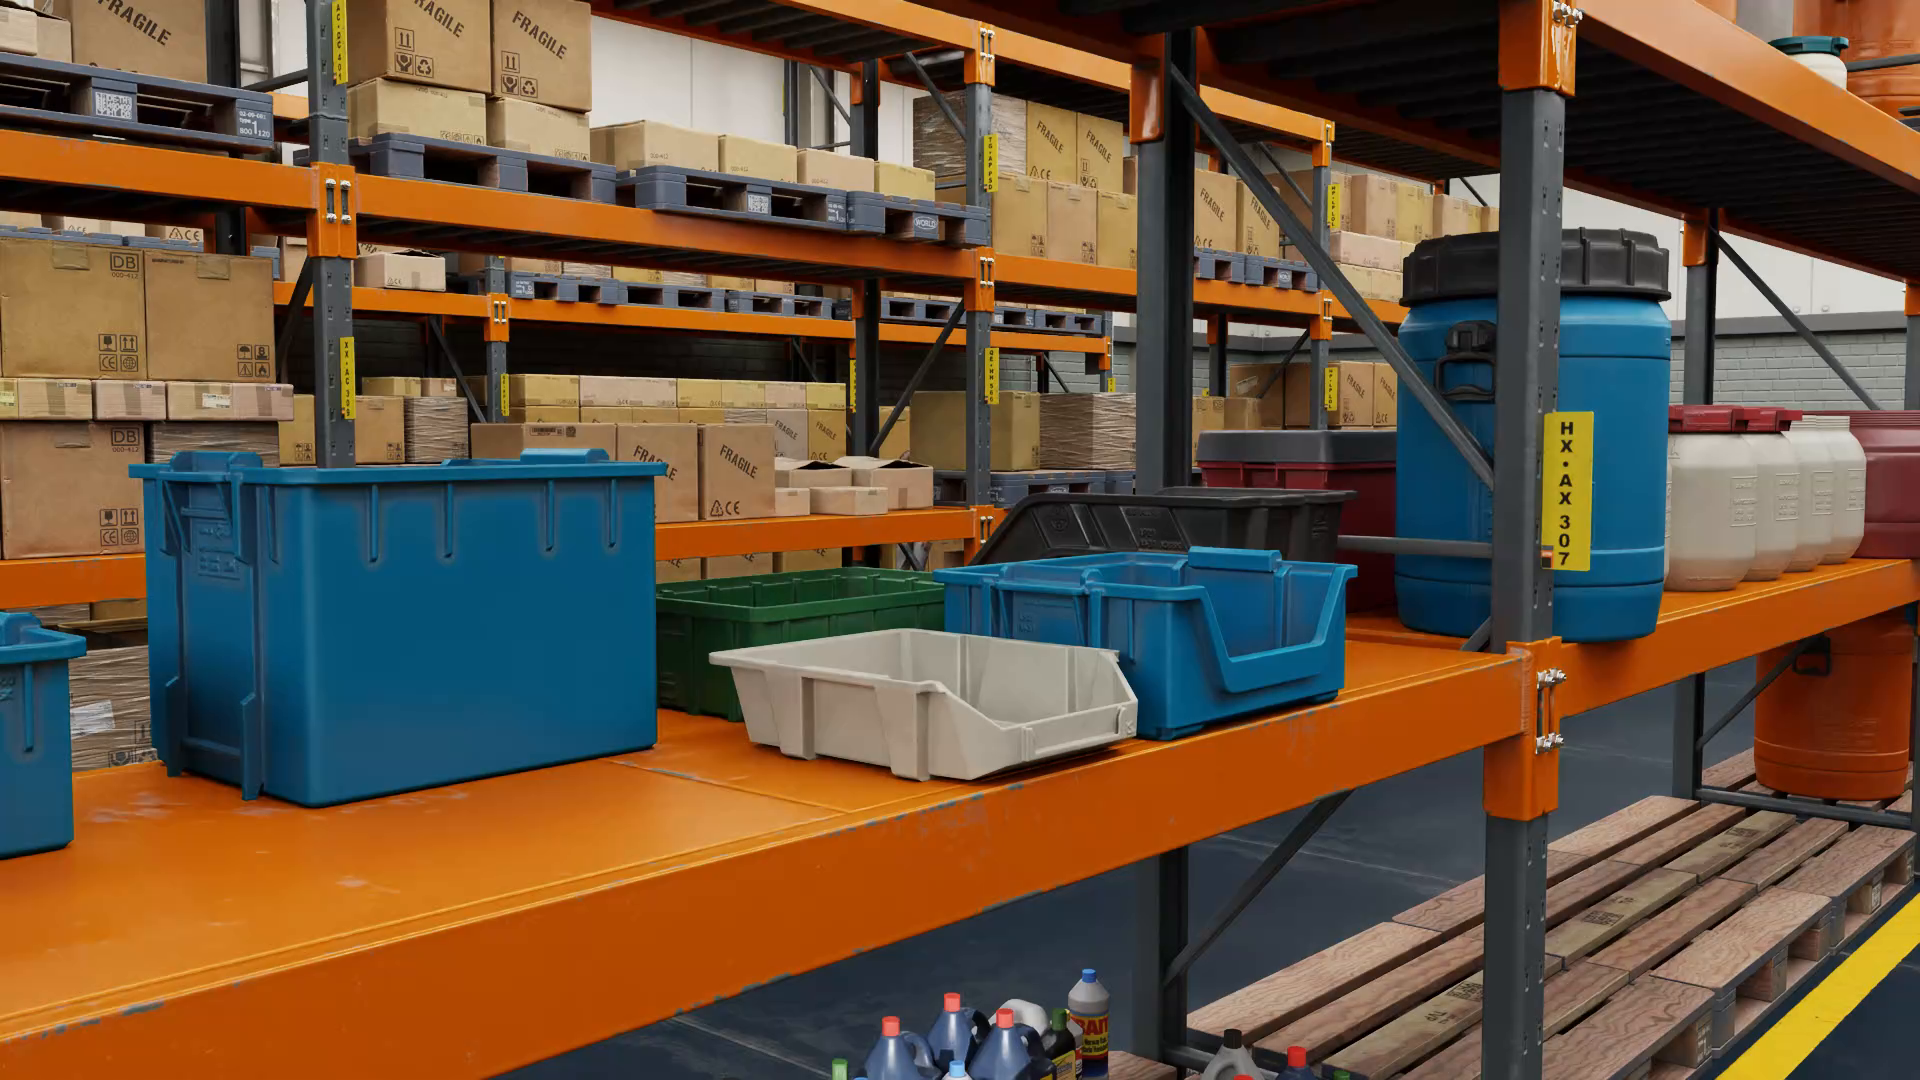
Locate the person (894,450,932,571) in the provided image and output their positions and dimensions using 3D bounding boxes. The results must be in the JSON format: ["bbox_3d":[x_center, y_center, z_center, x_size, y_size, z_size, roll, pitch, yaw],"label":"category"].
[{"bbox_3d":[-0.428,-0.018,15.100,0.459,1.580,0.371,3,5,41],"label":"person"}]
